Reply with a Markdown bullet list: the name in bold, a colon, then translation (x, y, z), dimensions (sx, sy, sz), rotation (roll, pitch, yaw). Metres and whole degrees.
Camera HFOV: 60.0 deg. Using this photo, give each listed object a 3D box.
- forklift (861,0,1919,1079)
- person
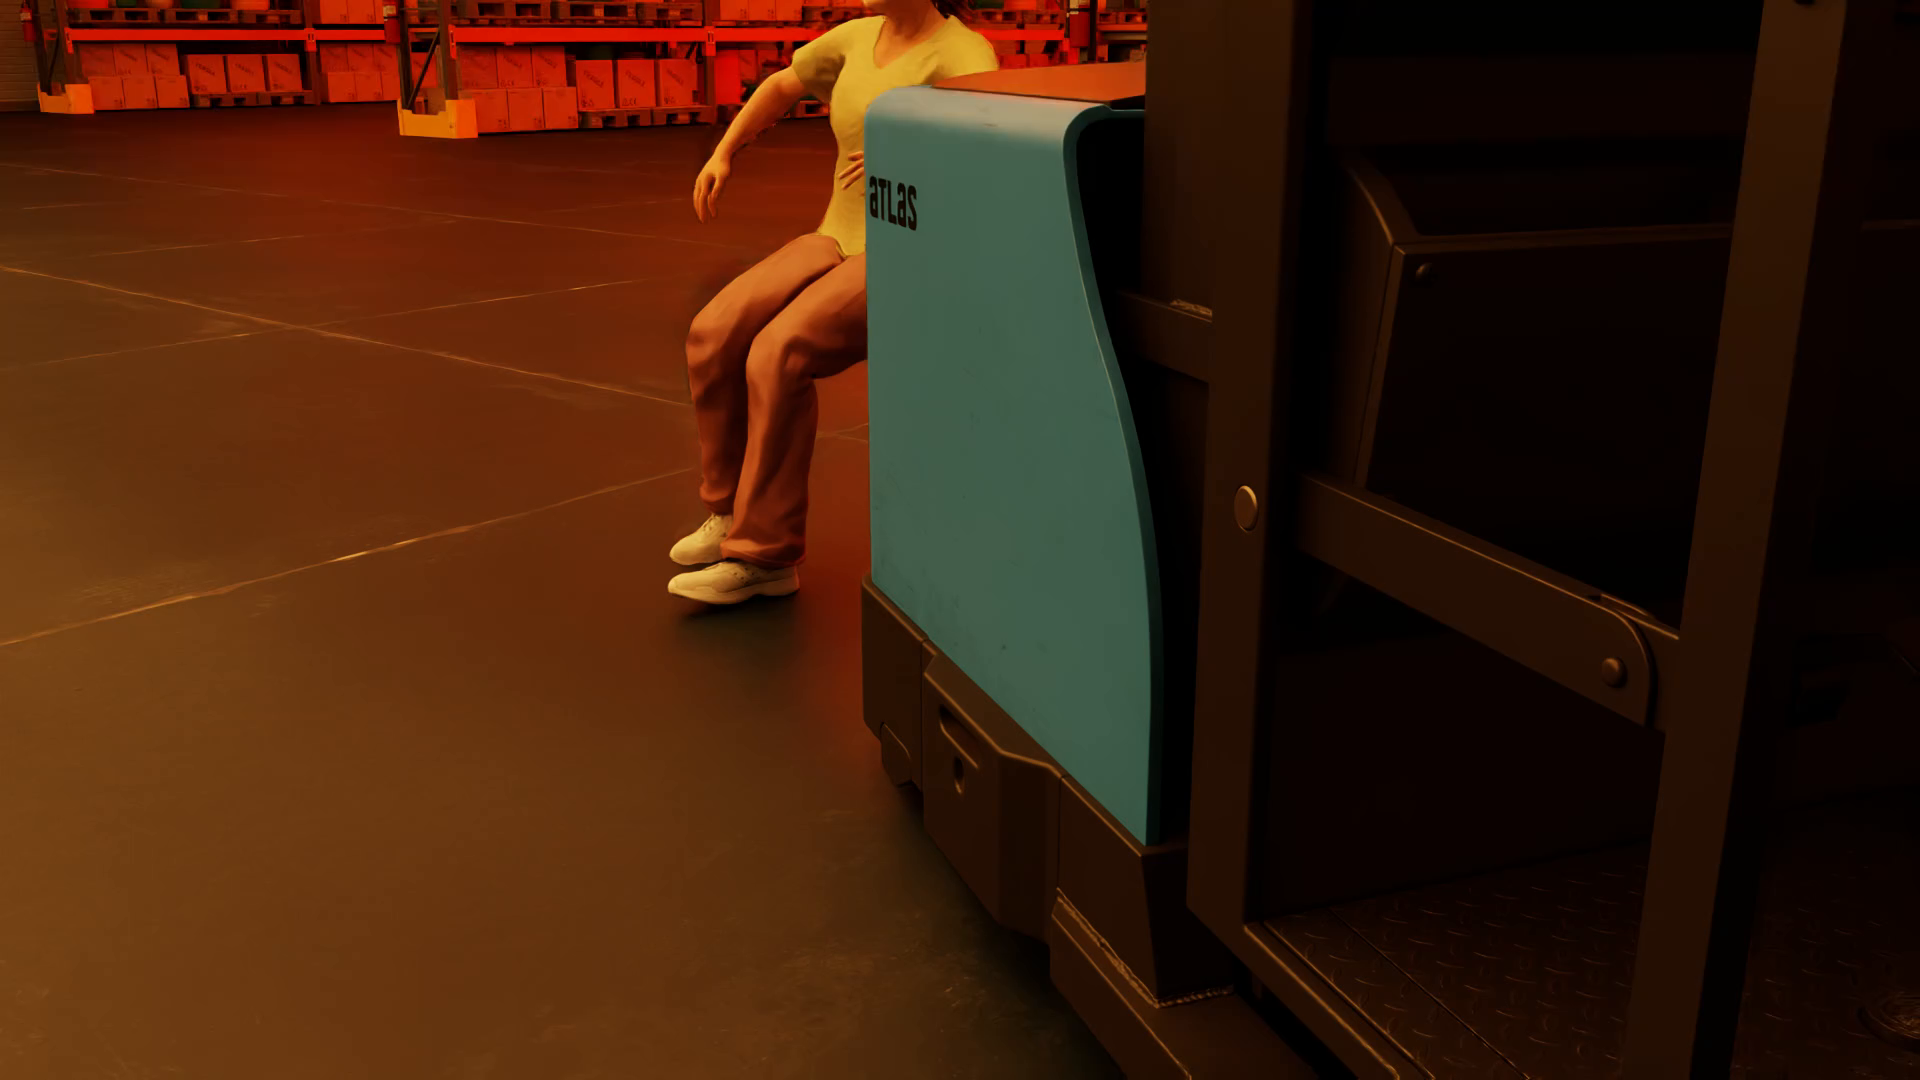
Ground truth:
- **forklift**: translation (0.837, -0.704, 1.215), dimensions (1.130, 2.935, 3.031), rotation (-6, 18, -20)
- **person**: translation (-0.302, -0.610, 3.513), dimensions (0.800, 1.436, 0.835), rotation (11, 20, 33)
